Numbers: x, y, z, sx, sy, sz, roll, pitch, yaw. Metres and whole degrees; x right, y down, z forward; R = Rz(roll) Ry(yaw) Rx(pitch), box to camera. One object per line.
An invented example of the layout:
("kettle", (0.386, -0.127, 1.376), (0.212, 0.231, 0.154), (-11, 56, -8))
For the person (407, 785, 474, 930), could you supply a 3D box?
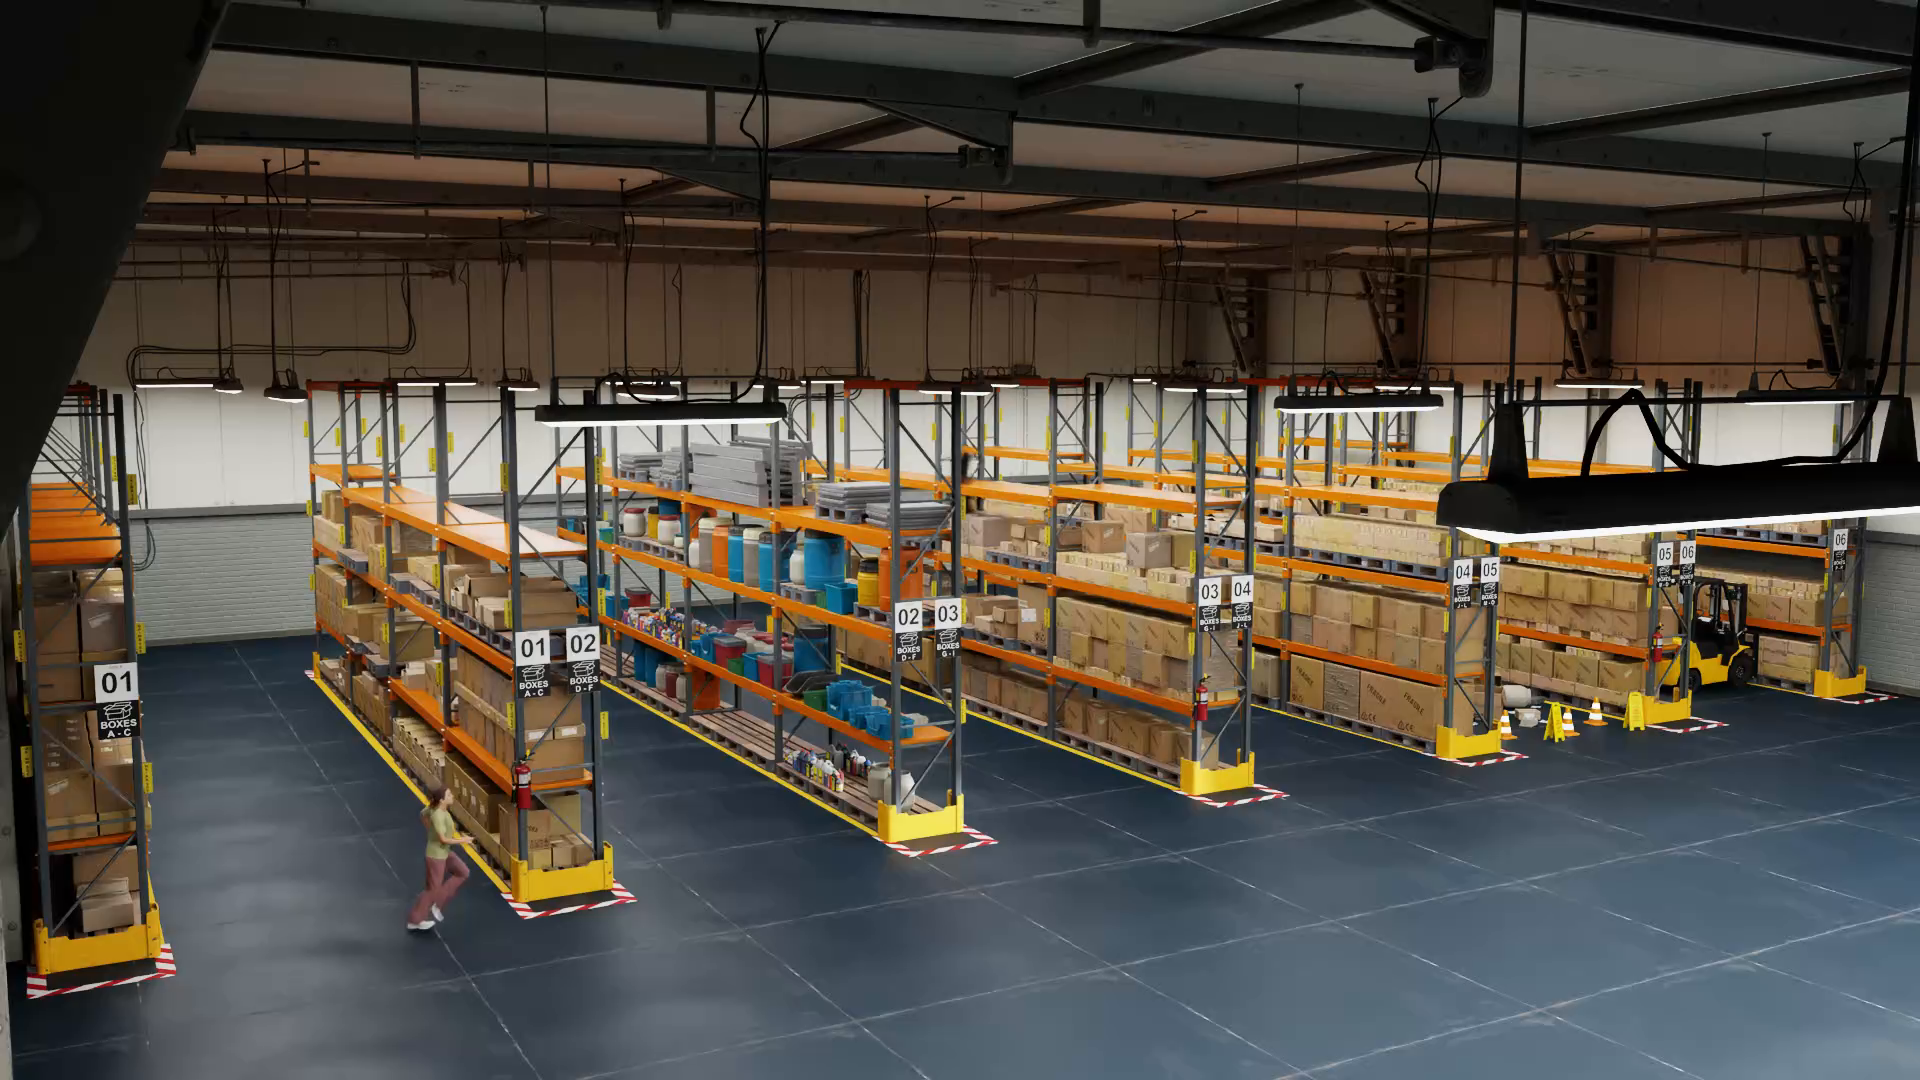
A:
("person", (-5.827, 3.529, 18.634), (0.750, 1.611, 0.590), (-1, 6, -12))
